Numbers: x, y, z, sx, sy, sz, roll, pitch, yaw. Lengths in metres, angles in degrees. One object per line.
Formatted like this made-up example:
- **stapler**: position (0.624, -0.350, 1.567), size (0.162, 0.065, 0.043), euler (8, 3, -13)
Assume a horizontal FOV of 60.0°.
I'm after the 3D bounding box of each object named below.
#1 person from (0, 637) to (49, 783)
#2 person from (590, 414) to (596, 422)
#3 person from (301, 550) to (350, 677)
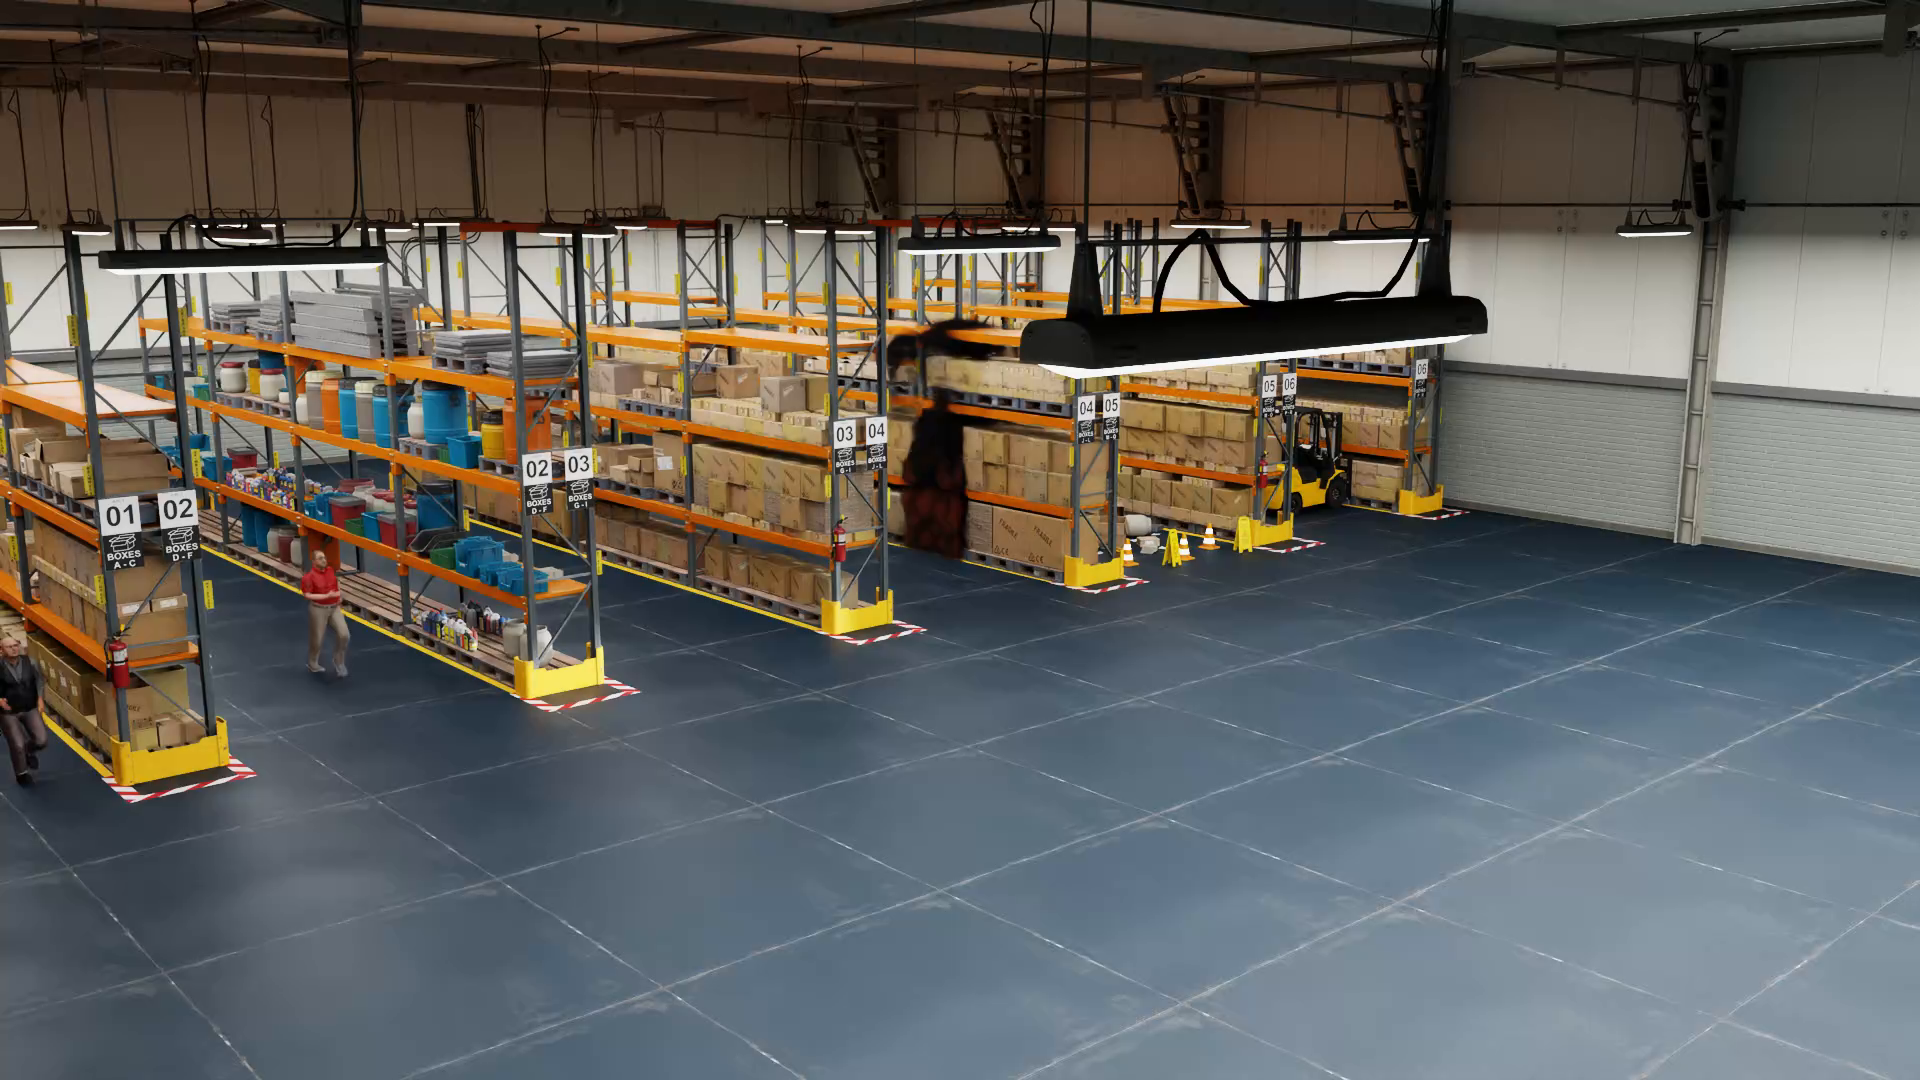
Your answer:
- **person**: position (-10.374, 1.889, 18.327), size (0.606, 1.682, 0.687), euler (11, 16, 43)
- **person**: position (-9.172, -2.656, 40.927), size (0.594, 1.687, 0.627), euler (-4, 12, -19)
- **person**: position (-8.604, 1.015, 22.540), size (0.753, 1.779, 0.633), euler (8, 14, 35)
